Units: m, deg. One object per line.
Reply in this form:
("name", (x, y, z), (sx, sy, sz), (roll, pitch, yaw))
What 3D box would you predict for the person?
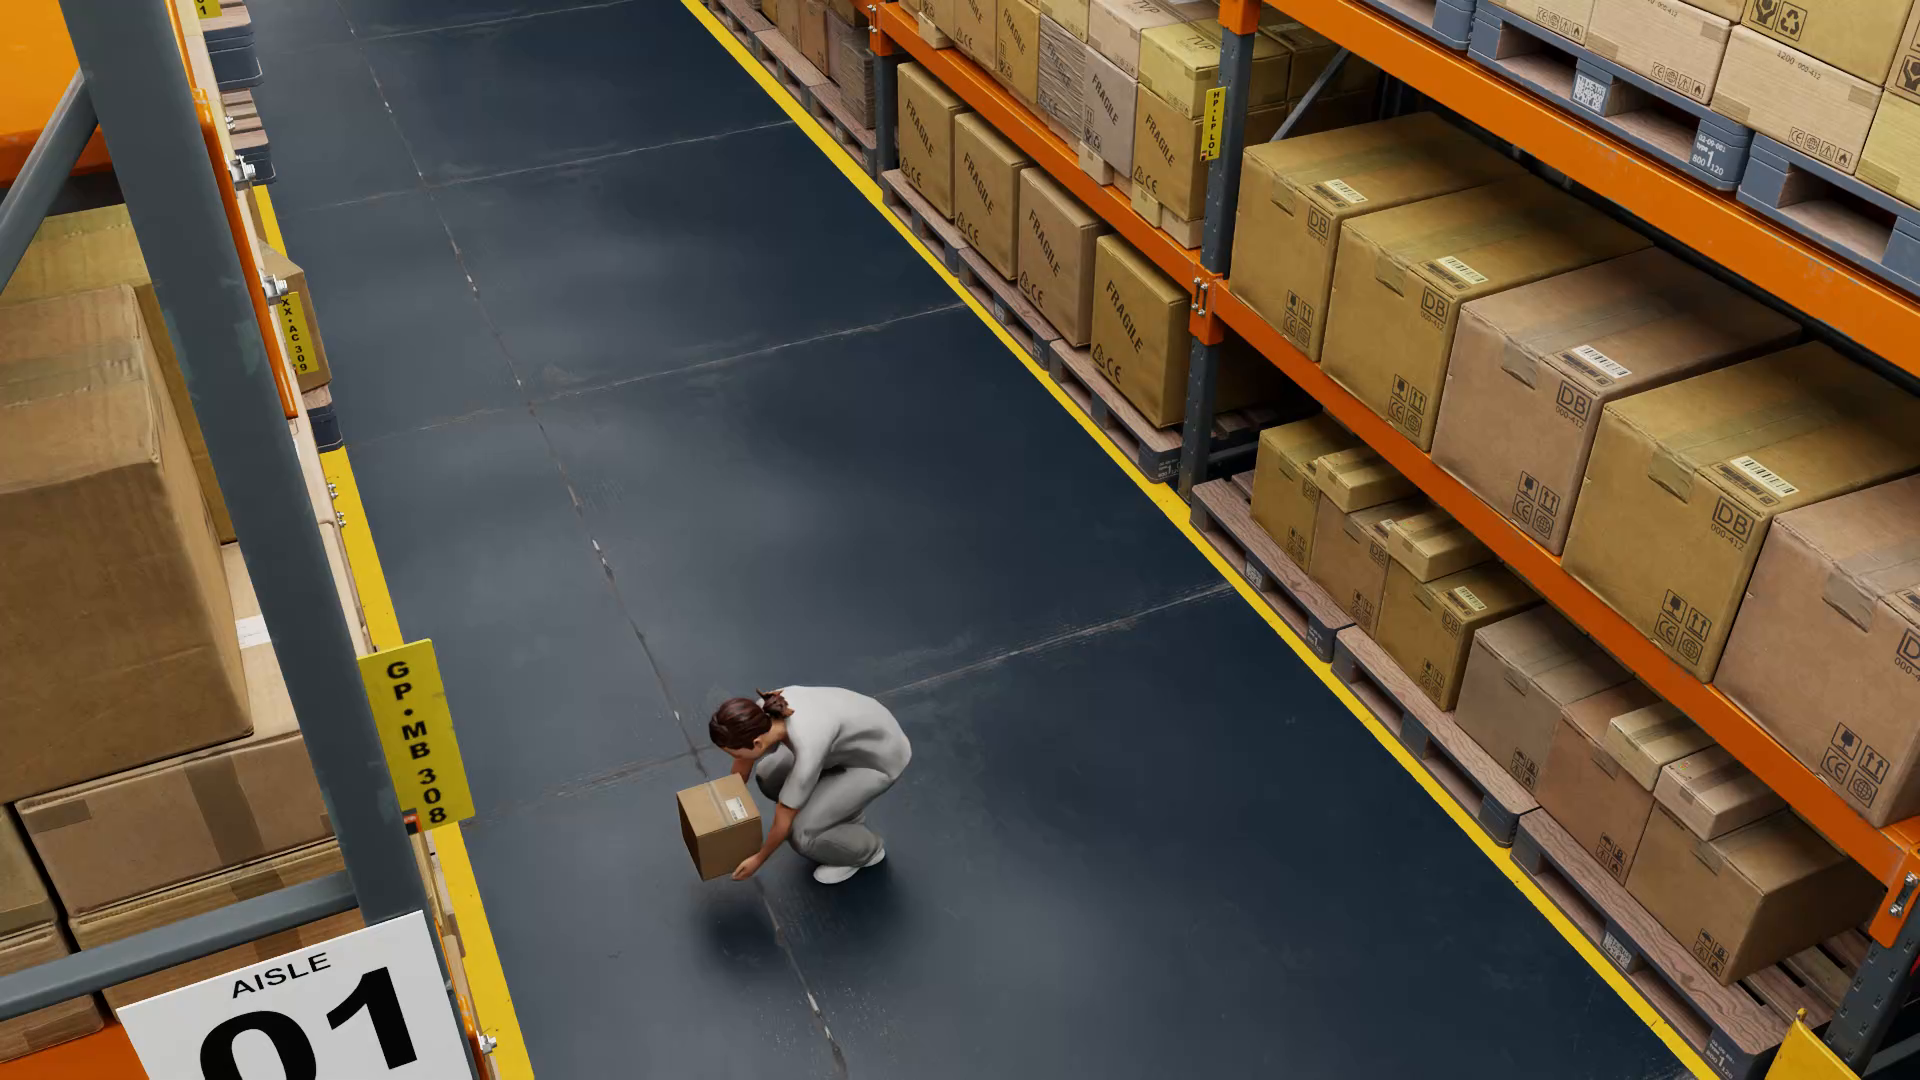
("person", (-0.566, 0.881, 6.281), (0.790, 0.977, 0.484), (-16, 40, -20))
